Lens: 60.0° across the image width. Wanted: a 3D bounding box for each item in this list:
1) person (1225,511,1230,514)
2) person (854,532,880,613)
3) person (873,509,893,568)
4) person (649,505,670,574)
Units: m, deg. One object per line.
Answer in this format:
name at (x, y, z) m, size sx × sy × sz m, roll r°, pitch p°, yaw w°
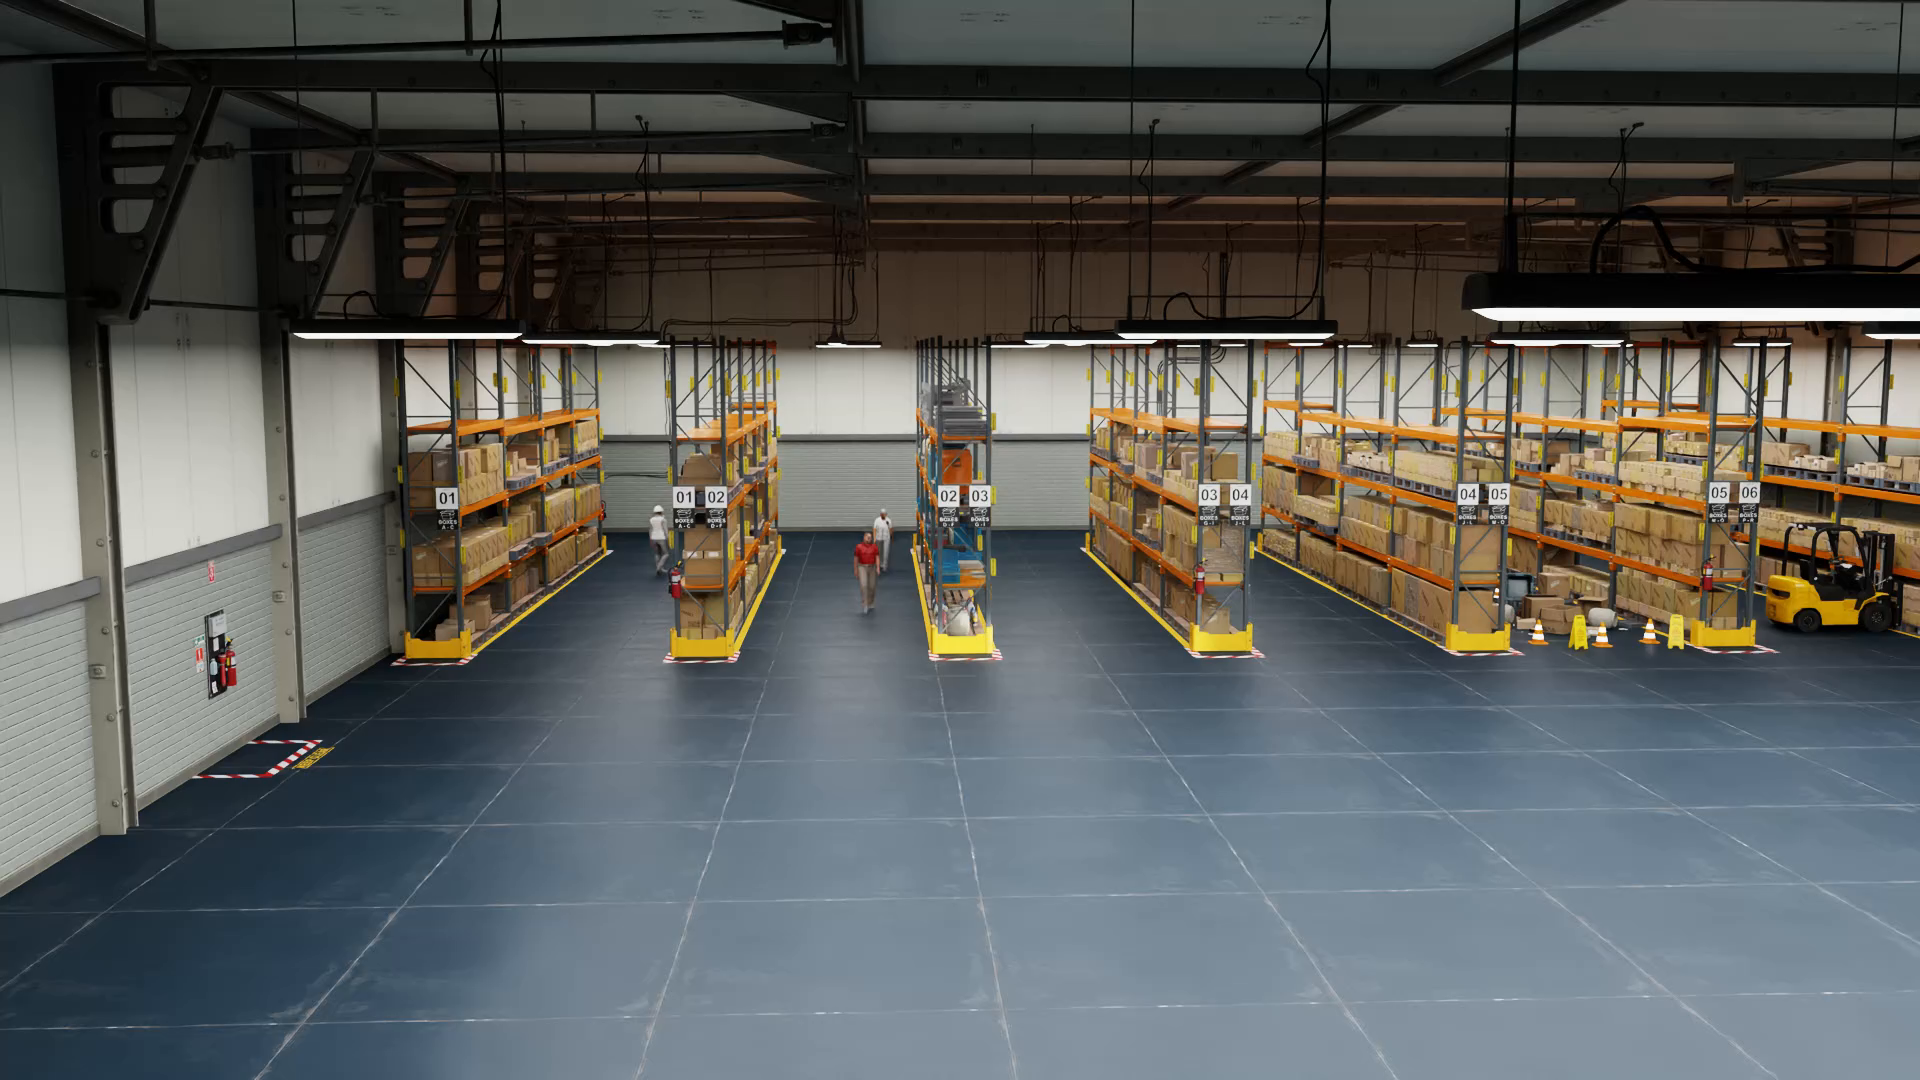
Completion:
person at (7.553, -0.487, 47.453) m, size 0.513 × 1.604 × 1.072 m, roll 1°, pitch 7°, yaw 7°
person at (-2.007, 0.713, 36.743) m, size 0.559 × 1.737 × 0.721 m, roll -2°, pitch 7°, yaw -18°
person at (-2.012, -0.053, 43.502) m, size 0.490 × 1.555 × 0.892 m, roll 1°, pitch 7°, yaw 9°
person at (-7.738, -0.002, 42.720) m, size 0.566 × 1.775 × 0.498 m, roll 3°, pitch 7°, yaw 28°
